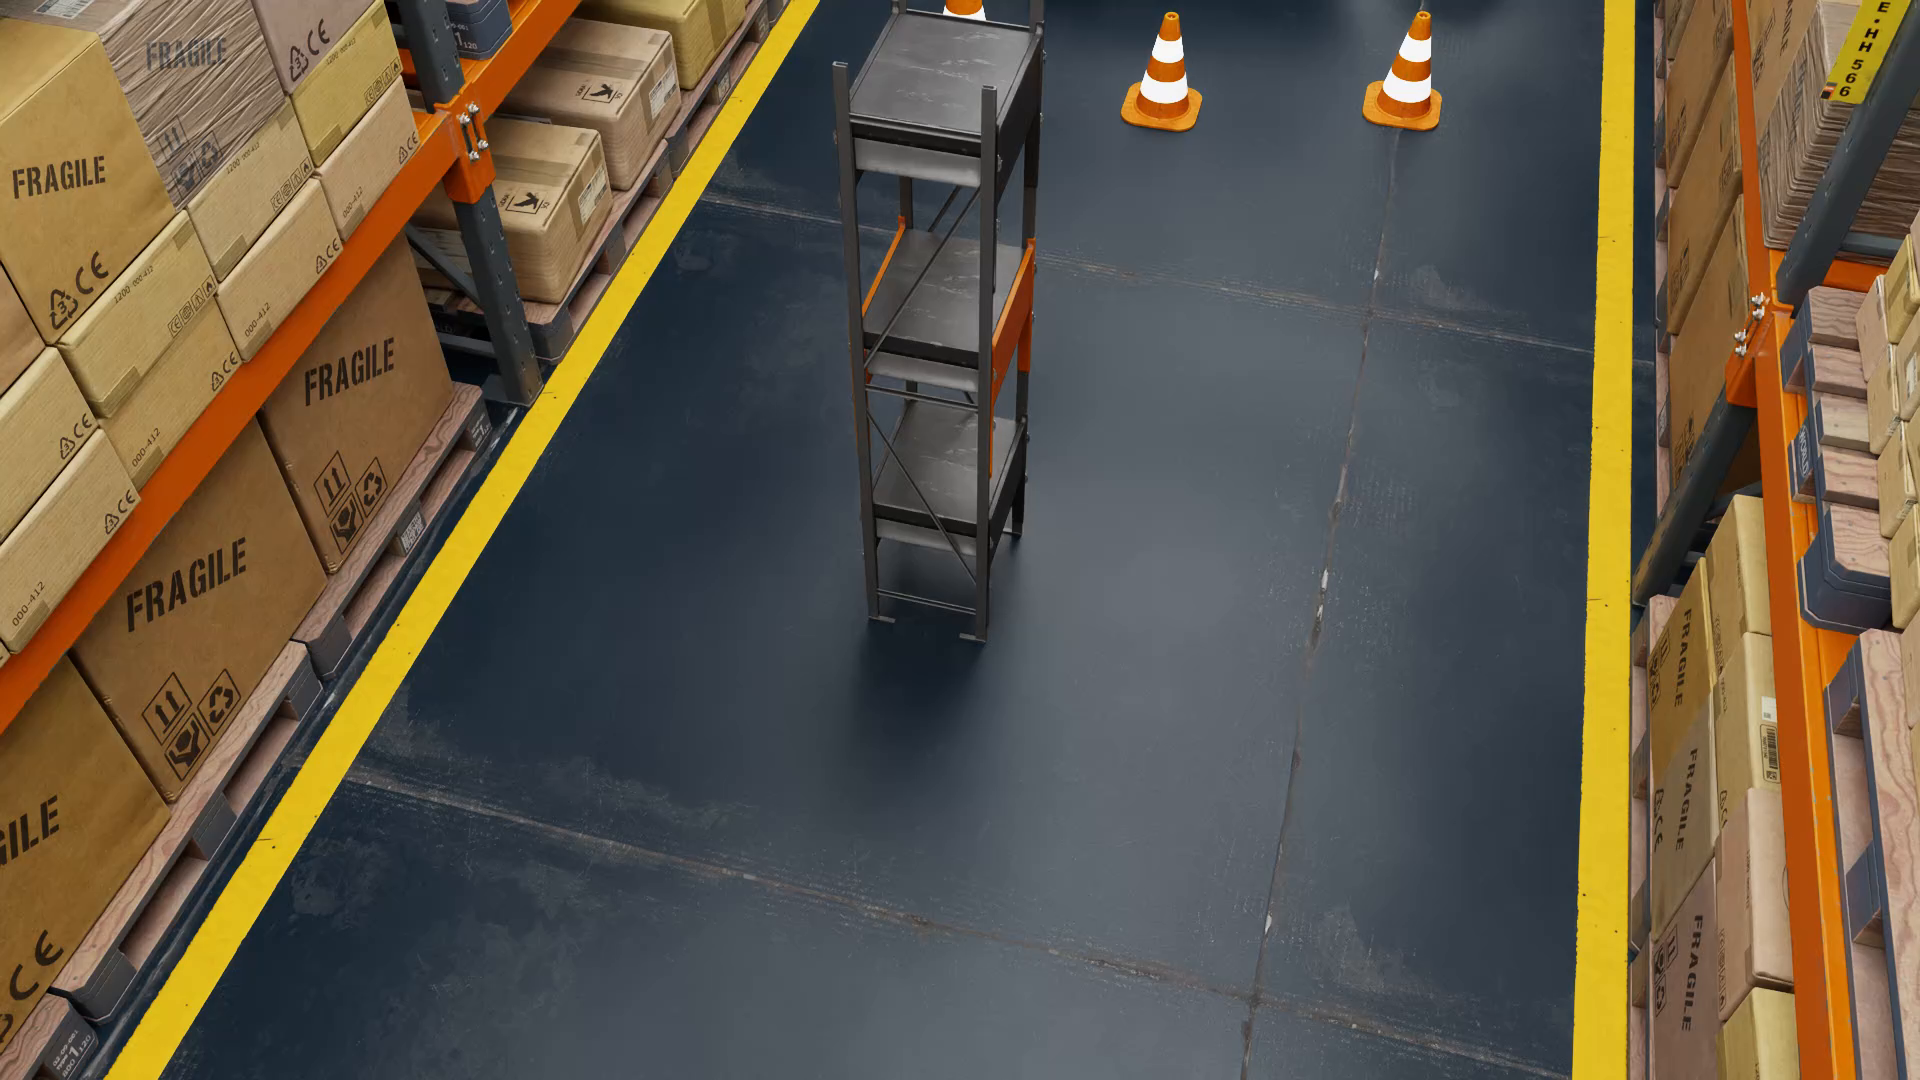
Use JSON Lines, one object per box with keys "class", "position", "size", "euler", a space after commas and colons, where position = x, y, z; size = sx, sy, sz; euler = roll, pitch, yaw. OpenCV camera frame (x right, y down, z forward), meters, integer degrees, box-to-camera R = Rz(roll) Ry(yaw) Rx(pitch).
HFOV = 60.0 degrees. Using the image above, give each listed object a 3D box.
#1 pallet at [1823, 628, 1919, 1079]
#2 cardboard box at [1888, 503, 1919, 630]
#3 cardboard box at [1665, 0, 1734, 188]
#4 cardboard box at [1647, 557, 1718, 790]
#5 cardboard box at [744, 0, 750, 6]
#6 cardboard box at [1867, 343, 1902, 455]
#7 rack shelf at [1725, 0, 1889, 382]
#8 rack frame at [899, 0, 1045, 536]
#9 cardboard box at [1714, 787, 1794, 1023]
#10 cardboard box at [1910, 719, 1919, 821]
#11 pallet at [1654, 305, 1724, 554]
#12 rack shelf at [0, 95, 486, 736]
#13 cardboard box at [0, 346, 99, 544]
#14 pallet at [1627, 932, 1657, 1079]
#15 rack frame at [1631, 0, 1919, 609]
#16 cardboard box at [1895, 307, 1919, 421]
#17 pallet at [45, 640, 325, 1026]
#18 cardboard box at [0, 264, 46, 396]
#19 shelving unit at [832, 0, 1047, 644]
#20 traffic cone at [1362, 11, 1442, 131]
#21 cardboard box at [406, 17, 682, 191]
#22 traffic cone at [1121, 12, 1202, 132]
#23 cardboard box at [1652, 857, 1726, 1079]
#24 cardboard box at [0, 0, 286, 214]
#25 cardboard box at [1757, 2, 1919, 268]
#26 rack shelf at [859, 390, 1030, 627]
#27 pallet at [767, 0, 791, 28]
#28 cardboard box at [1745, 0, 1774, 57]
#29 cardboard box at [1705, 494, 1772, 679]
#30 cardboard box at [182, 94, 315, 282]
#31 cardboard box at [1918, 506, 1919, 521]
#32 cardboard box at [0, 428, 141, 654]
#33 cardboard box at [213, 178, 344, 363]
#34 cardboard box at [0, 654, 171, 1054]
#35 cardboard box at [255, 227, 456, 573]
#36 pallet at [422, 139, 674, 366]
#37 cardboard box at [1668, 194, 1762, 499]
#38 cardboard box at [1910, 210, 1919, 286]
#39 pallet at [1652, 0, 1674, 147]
{"class": "pallet", "position": [2.260, 0.787, 3.183], "size": [1.003, 0.211, 1.213], "euler": [12, 50, 10]}
{"class": "cardboard box", "position": [2.218, 0.096, 3.552], "size": [0.380, 0.149, 0.250], "euler": [14, 50, 12]}
{"class": "cardboard box", "position": [3.460, -1.841, 6.594], "size": [1.050, 0.750, 0.750], "euler": [12, 50, 10]}
{"class": "cardboard box", "position": [2.309, 0.433, 4.754], "size": [0.500, 0.500, 0.500], "euler": [10, 49, 8]}
{"class": "cardboard box", "position": [-1.330, -2.882, 7.766], "size": [0.950, 0.372, 0.625], "euler": [14, 50, 12]}
{"class": "cardboard box", "position": [2.358, -0.294, 3.897], "size": [0.380, 0.149, 0.250], "euler": [14, 50, 12]}
{"class": "rack shelf", "position": [3.268, -1.925, 5.928], "size": [1.077, 0.370, 4.000], "euler": [12, 50, 10]}
{"class": "rack frame", "position": [0.021, -0.752, 5.013], "size": [0.400, 2.100, 0.015], "euler": [12, 50, 10]}
{"class": "cardboard box", "position": [2.050, 0.897, 3.845], "size": [0.500, 0.250, 0.500], "euler": [12, 50, 10]}
{"class": "cardboard box", "position": [2.082, 0.471, 3.221], "size": [0.380, 0.149, 0.250], "euler": [12, 50, 11]}
{"class": "pallet", "position": [3.021, -0.349, 5.917], "size": [1.003, 0.211, 1.213], "euler": [12, 50, 10]}
{"class": "rack shelf", "position": [-2.587, 0.064, 4.172], "size": [1.077, 0.370, 4.000], "euler": [12, 50, 10]}
{"class": "cardboard box", "position": [-2.326, -0.214, 3.705], "size": [0.500, 0.250, 0.500], "euler": [10, 49, 9]}
{"class": "pallet", "position": [2.211, 1.651, 4.152], "size": [1.003, 0.211, 1.213], "euler": [12, 50, 10]}
{"class": "rack frame", "position": [2.741, -0.716, 4.382], "size": [1.000, 3.000, 0.127], "euler": [12, 50, 10]}
{"class": "cardboard box", "position": [2.351, -0.364, 3.760], "size": [0.380, 0.149, 0.250], "euler": [14, 50, 12]}
{"class": "pallet", "position": [-2.664, 0.738, 4.958], "size": [1.003, 0.211, 1.213], "euler": [12, 50, 10]}
{"class": "cardboard box", "position": [-2.349, -0.463, 3.425], "size": [0.500, 0.500, 0.500], "euler": [11, 49, 9]}
{"class": "shelving unit", "position": [-0.044, -0.575, 4.857], "size": [0.431, 2.100, 0.503], "euler": [12, 50, 10]}
{"class": "traffic cone", "position": [1.984, -2.098, 7.293], "size": [0.336, 0.463, 0.334], "euler": [12, 50, 10]}
{"class": "cardboard box", "position": [-1.716, -1.832, 6.838], "size": [0.950, 0.372, 0.625], "euler": [11, 49, 9]}
{"class": "traffic cone", "position": [0.905, -2.094, 7.289], "size": [0.336, 0.463, 0.334], "euler": [12, 50, 10]}
{"class": "cardboard box", "position": [2.049, 1.170, 4.104], "size": [0.500, 0.500, 0.500], "euler": [10, 49, 9]}
{"class": "cardboard box", "position": [-2.072, -1.186, 4.062], "size": [0.500, 0.500, 0.500], "euler": [12, 50, 11]}
{"class": "cardboard box", "position": [2.601, -1.128, 4.679], "size": [0.500, 0.500, 0.500], "euler": [12, 50, 10]}
{"class": "rack shelf", "position": [-0.044, -0.103, 5.392], "size": [0.431, 0.518, 0.480], "euler": [12, 50, 10]}
{"class": "pallet", "position": [-1.212, -3.027, 8.281], "size": [1.003, 0.211, 1.213], "euler": [12, 50, 10]}
{"class": "cardboard box", "position": [2.865, -1.850, 5.316], "size": [0.500, 0.500, 0.500], "euler": [11, 49, 9]}
{"class": "cardboard box", "position": [2.326, 0.175, 4.482], "size": [0.500, 0.250, 0.500], "euler": [10, 49, 8]}
{"class": "cardboard box", "position": [-2.075, -0.964, 4.367], "size": [0.500, 0.250, 0.500], "euler": [10, 49, 9]}
{"class": "cardboard box", "position": [2.218, 0.012, 3.428], "size": [0.380, 0.149, 0.250], "euler": [12, 50, 10]}
{"class": "cardboard box", "position": [-2.318, -0.045, 3.889], "size": [0.500, 0.250, 0.500], "euler": [11, 49, 9]}
{"class": "cardboard box", "position": [-2.063, -0.781, 4.539], "size": [0.500, 0.250, 0.500], "euler": [12, 50, 11]}
{"class": "cardboard box", "position": [-2.797, 0.718, 4.253], "size": [0.875, 0.875, 0.875], "euler": [13, 50, 11]}
{"class": "cardboard box", "position": [-2.323, -0.573, 5.392], "size": [0.875, 0.875, 0.875], "euler": [11, 50, 10]}
{"class": "pallet", "position": [-1.854, -1.262, 6.723], "size": [1.003, 0.211, 1.213], "euler": [12, 50, 10]}
{"class": "cardboard box", "position": [2.988, -0.534, 5.441], "size": [1.050, 0.750, 0.750], "euler": [11, 49, 10]}
{"class": "cardboard box", "position": [2.432, -0.670, 3.831], "size": [0.380, 0.149, 0.250], "euler": [12, 50, 10]}
{"class": "pallet", "position": [3.664, -2.114, 7.475], "size": [1.003, 0.211, 1.213], "euler": [12, 50, 10]}
